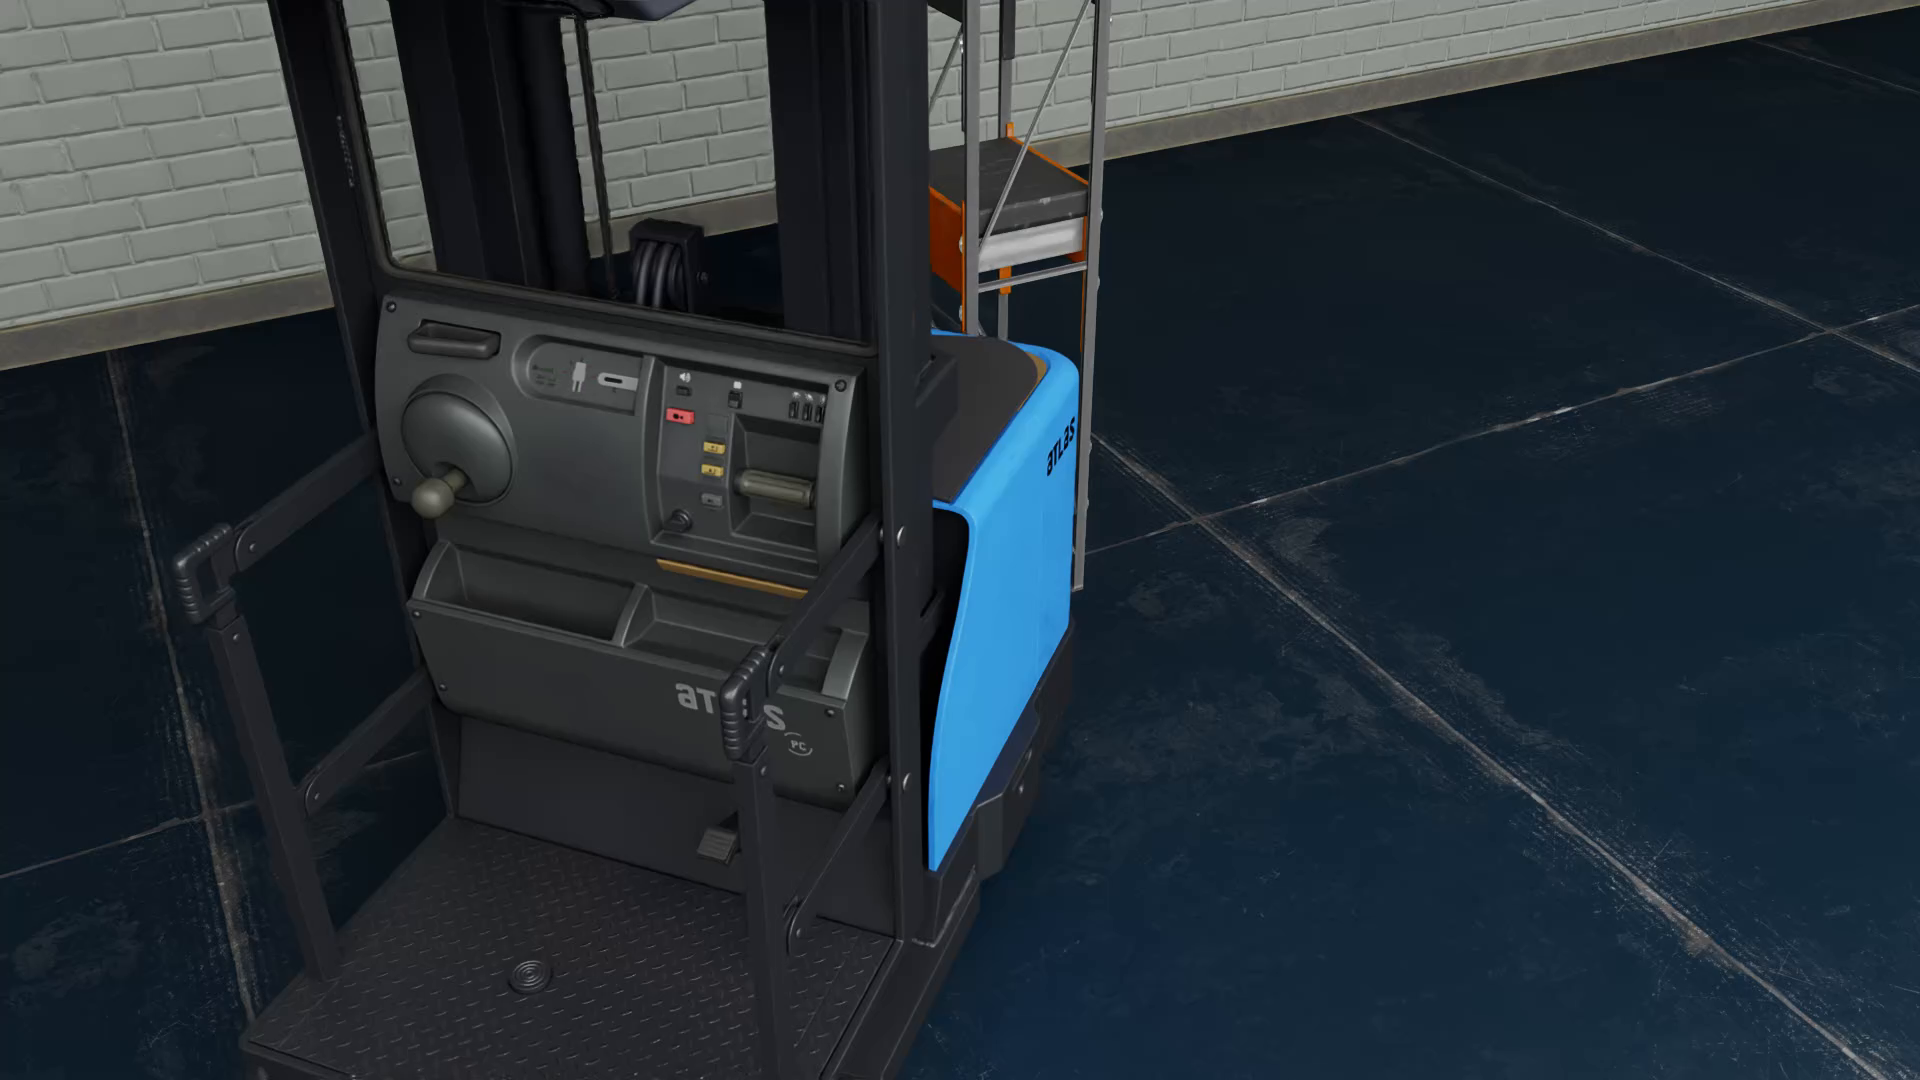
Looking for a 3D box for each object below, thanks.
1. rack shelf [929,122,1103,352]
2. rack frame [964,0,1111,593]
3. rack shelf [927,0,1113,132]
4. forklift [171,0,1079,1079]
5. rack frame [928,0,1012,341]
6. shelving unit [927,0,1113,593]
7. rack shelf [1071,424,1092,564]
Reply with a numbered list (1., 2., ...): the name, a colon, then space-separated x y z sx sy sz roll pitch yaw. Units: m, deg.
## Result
1. rack shelf: 0.077 -0.794 4.568 0.431 0.518 0.480 -16 36 -23
2. rack frame: 0.191 -0.689 4.379 0.400 2.100 0.015 -16 36 -23
3. rack shelf: 0.077 -1.383 4.190 0.431 0.518 0.480 -16 36 -23
4. forklift: -0.689 -0.127 2.732 1.130 2.935 3.031 11 34 17
5. rack frame: -0.037 -0.922 4.742 0.400 2.100 0.015 -16 36 -23
6. shelving unit: 0.077 -0.805 4.560 0.431 2.100 0.503 -16 36 -23
7. rack shelf: 0.077 -0.204 4.945 0.431 0.518 0.480 -16 36 -23
